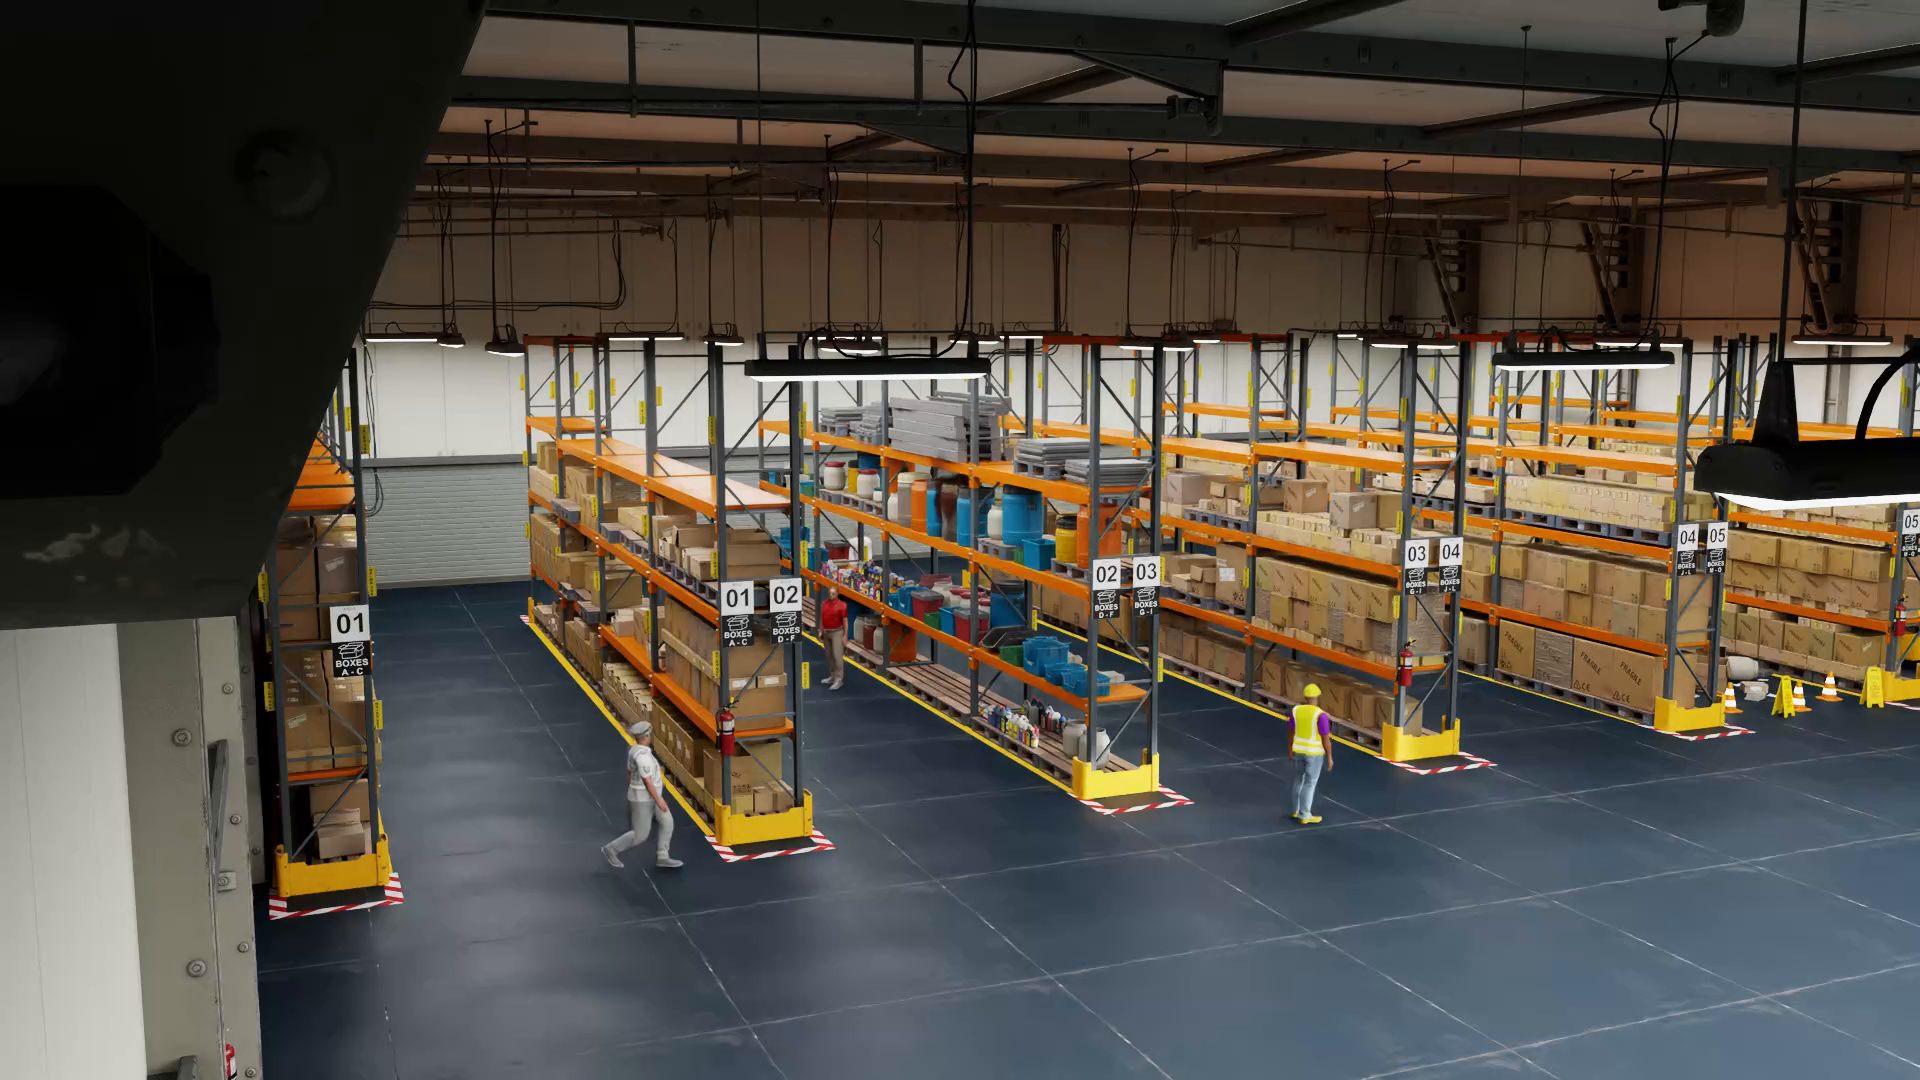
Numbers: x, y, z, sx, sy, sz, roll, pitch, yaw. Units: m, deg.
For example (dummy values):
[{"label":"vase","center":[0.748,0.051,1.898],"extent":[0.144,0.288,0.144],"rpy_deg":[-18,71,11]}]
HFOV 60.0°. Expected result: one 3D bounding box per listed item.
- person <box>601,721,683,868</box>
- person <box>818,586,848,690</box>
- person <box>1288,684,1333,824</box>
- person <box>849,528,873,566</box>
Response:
[{"label":"person","center":[-3.663,2.932,19.094],"extent":[0.894,1.720,0.511],"rpy_deg":[1,8,6]},{"label":"person","center":[-2.240,1.662,28.647],"extent":[0.586,1.745,0.530],"rpy_deg":[6,9,36]},{"label":"person","center":[4.431,2.699,20.965],"extent":[0.449,1.793,0.673],"rpy_deg":[-6,10,-40]},{"label":"person","center":[-2.144,0.559,36.788],"extent":[0.650,1.724,1.102],"rpy_deg":[-4,9,-27]}]
